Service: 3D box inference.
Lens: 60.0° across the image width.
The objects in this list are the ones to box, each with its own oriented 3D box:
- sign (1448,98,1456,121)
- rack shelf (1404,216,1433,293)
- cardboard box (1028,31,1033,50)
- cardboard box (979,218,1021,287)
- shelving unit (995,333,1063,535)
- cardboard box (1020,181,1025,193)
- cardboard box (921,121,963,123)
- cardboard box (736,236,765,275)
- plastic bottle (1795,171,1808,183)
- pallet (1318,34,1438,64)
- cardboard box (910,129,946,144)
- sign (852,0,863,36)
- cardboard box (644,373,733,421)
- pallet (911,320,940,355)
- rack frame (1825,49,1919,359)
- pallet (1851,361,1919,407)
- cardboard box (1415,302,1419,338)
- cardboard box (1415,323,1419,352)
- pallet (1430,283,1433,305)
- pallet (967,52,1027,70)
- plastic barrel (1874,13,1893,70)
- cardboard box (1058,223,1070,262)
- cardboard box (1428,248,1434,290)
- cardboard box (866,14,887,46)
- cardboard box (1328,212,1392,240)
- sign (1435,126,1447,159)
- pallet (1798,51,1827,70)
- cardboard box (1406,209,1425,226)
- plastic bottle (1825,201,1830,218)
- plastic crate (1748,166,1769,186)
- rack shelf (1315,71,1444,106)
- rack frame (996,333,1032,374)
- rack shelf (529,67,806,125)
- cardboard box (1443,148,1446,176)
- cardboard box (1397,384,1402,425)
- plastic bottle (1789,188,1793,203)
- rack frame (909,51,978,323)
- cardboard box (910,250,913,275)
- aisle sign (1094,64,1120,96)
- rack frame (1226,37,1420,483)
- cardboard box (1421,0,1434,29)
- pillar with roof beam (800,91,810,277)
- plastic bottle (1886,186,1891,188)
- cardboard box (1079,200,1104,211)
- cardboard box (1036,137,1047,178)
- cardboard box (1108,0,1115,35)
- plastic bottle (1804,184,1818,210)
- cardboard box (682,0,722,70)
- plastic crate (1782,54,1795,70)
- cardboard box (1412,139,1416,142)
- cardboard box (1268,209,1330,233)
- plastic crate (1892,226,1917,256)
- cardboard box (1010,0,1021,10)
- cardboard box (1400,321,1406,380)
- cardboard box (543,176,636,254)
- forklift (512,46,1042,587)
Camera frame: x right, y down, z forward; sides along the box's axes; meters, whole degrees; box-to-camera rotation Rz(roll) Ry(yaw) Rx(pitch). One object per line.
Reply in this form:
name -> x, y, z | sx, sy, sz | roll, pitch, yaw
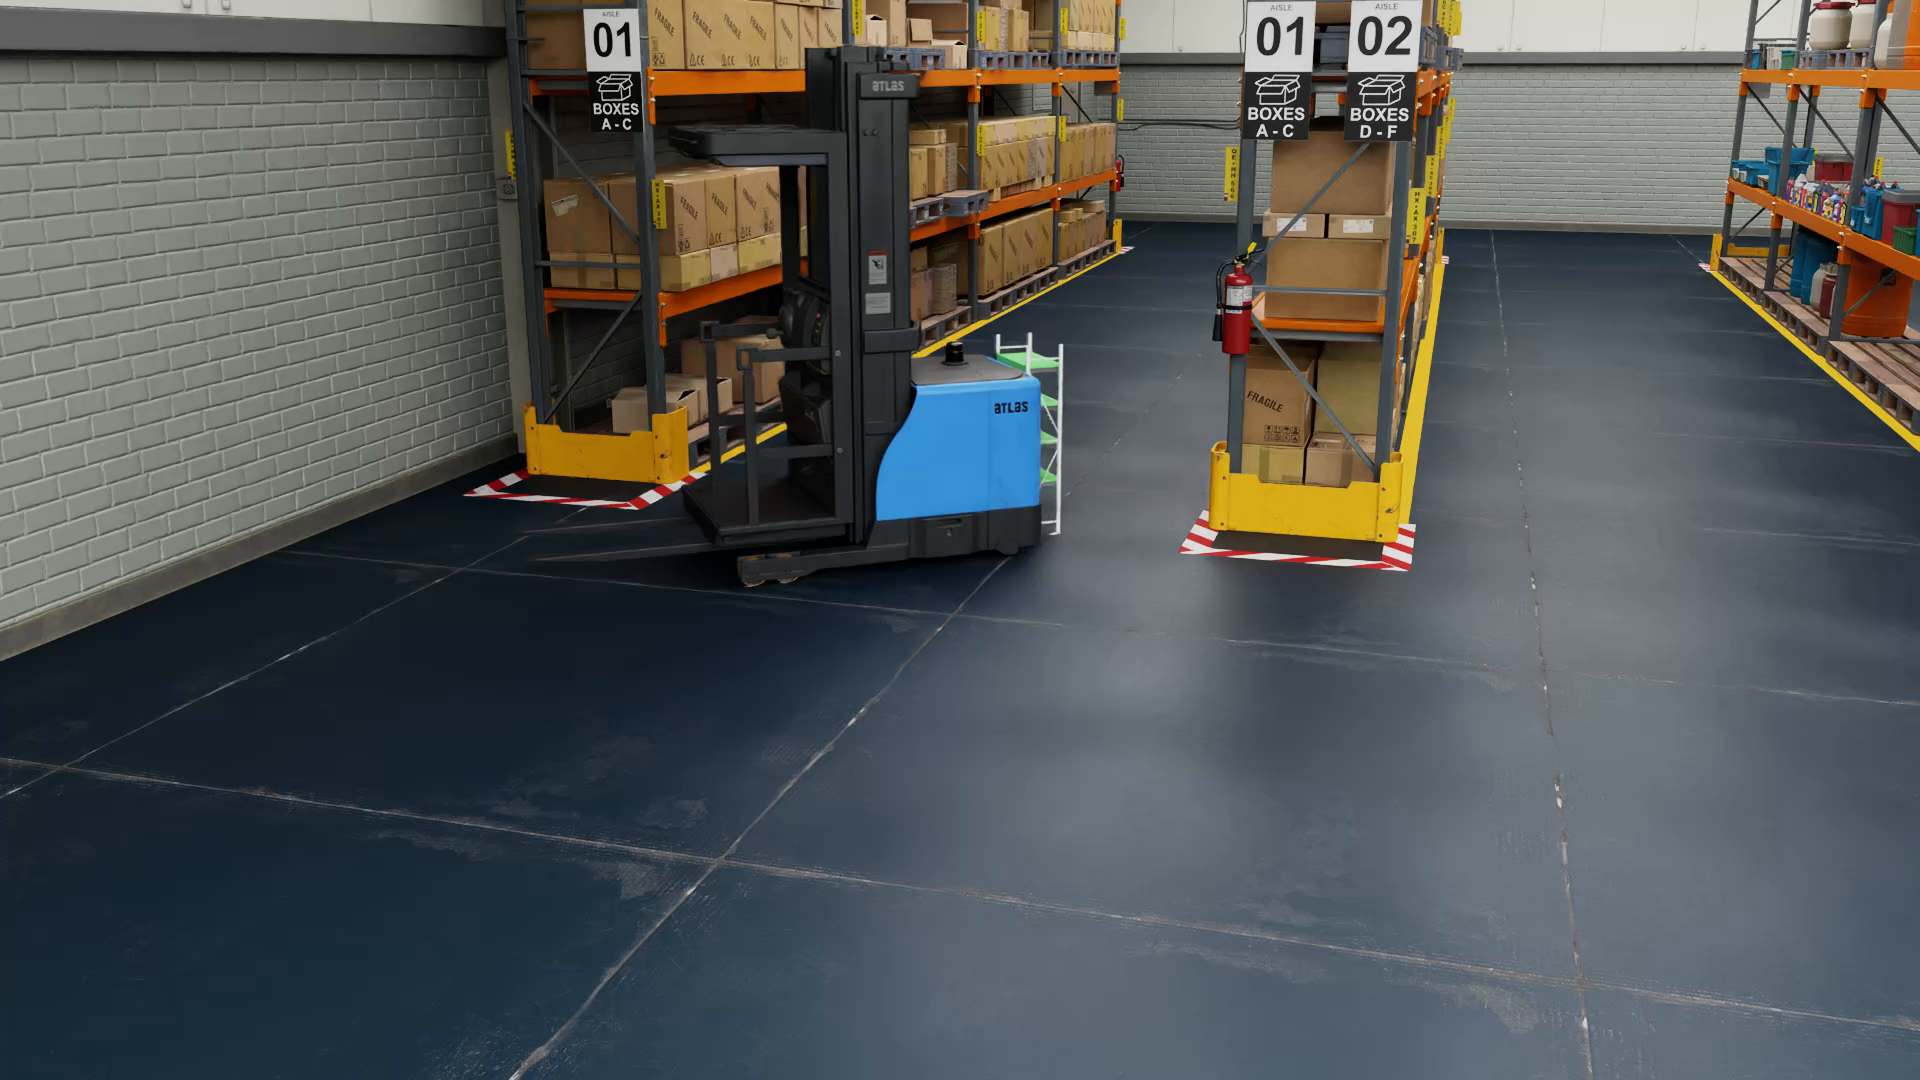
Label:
sign -> 7.260, -6.366, 24.576 | 0.100, 0.325, 0.005 | 5, 16, 16
rack shelf -> 3.891, -2.743, 15.822 | 1.077, 0.370, 4.000 | 5, 16, 16
cardboard box -> 0.816, -6.860, 22.844 | 0.500, 0.250, 0.500 | 5, 17, 16
cardboard box -> 0.299, -3.574, 20.604 | 0.750, 0.750, 0.750 | 5, 16, 16
shelving unit -> 0.428, -0.668, 10.485 | 0.258, 1.200, 0.503 | -6, 17, -20
cardboard box -> 0.618, -4.491, 21.091 | 0.380, 0.149, 0.250 | 4, 16, 14
cardboard box -> -0.260, -4.831, 19.726 | 0.500, 0.250, 0.500 | 4, 16, 14
cardboard box -> -1.837, -2.213, 12.872 | 0.500, 0.250, 0.500 | 4, 16, 15
plastic bottle -> 9.922, -4.173, 19.634 | 0.144, 0.351, 0.185 | 5, 16, 16
pallet -> 3.105, -3.741, 12.688 | 1.003, 0.211, 1.213 | 5, 16, 16
cardboard box -> -0.360, -4.475, 18.431 | 0.380, 0.149, 0.250 | 2, 16, 9
sign -> -0.905, -4.601, 14.609 | 0.100, 0.325, 0.005 | 5, 16, 16
cardboard box -> -2.119, -1.144, 12.986 | 0.500, 0.311, 0.500 | 6, 17, 20
pallet -> -0.863, -2.132, 17.458 | 1.003, 0.211, 1.213 | 5, 16, 16
rack frame -> 9.208, -3.227, 16.211 | 1.000, 3.000, 0.127 | 5, 16, 16
pallet -> 8.602, -1.368, 14.766 | 1.003, 0.211, 1.213 | 5, 16, 16
cardboard box -> 3.973, -2.070, 15.371 | 0.500, 0.311, 0.500 | 4, 16, 14
cardboard box -> 4.112, -1.934, 15.920 | 0.500, 0.250, 0.500 | 5, 17, 17
pallet -> 5.402, -3.102, 20.878 | 1.003, 0.211, 1.213 | 5, 16, 16
pallet -> 0.156, -5.813, 20.176 | 1.003, 0.211, 1.213 | 5, 17, 18
plastic barrel -> 8.826, -4.667, 15.583 | 0.421, 0.512, 0.421 | 0, 16, 0
cardboard box -> 1.157, -4.229, 23.554 | 0.700, 0.500, 0.500 | 5, 17, 17
cardboard box -> 5.440, -3.257, 20.089 | 0.500, 0.500, 0.500 | 5, 17, 17
cardboard box -> -1.020, -4.849, 15.826 | 0.500, 0.311, 0.500 | 5, 17, 18
cardboard box -> 2.504, -1.966, 10.390 | 0.380, 0.149, 0.250 | 5, 16, 15
sign -> 4.993, -4.127, 17.262 | 0.100, 0.325, 0.005 | 5, 16, 16
pallet -> 10.216, -5.413, 18.767 | 1.213, 0.211, 1.003 | 5, 16, 16
cardboard box -> 4.469, -3.235, 16.698 | 0.380, 0.149, 0.250 | 5, 16, 16
plastic bottle -> 9.168, -3.487, 17.491 | 0.097, 0.201, 0.097 | 0, 16, 0
plastic crate -> 10.636, -4.807, 21.975 | 0.416, 0.233, 0.300 | 5, 16, 16
rack shelf -> 3.891, -4.186, 15.412 | 1.077, 0.370, 4.000 | 5, 16, 16
rack frame -> 0.342, -0.730, 10.705 | 0.240, 1.200, 0.015 | -6, 17, -20
rack shelf -> -1.996, -3.523, 13.074 | 1.077, 0.370, 4.000 | 5, 16, 16
cardboard box -> 6.723, -5.479, 23.967 | 0.500, 0.500, 0.500 | 5, 17, 16
cardboard box -> 3.121, -1.045, 12.786 | 0.500, 0.250, 0.500 | 5, 16, 16
plastic bottle -> 9.778, -4.049, 19.471 | 0.097, 0.201, 0.097 | 0, 16, 0
rack frame -> -0.291, -3.996, 18.919 | 1.000, 3.000, 0.127 | 5, 16, 16
cardboard box -> -0.809, -2.894, 17.435 | 0.500, 0.250, 0.500 | 5, 16, 16
aisle sign -> 2.291, -7.335, 25.928 | 0.394, 0.787, 0.004 | 5, 16, 16
rack frame -> 2.186, -1.519, 10.189 | 1.000, 3.000, 0.127 | 5, 16, 16
cardboard box -> 2.920, -3.693, 11.147 | 0.500, 0.500, 0.500 | 5, 16, 16
pillar with roof beam -> 2.638, -6.275, 15.961 | 9.100, 9.000, 0.400 | 5, 16, 16
plastic bottle -> 10.191, -3.763, 18.325 | 0.152, 0.276, 0.135 | 5, 16, 16
cardboard box -> 2.018, -5.161, 25.652 | 0.380, 0.149, 0.250 | 4, 16, 15
cardboard box -> 0.821, -4.968, 21.584 | 0.500, 0.500, 0.500 | 5, 17, 16
cardboard box -> 2.036, -7.858, 24.986 | 0.500, 0.500, 0.500 | 5, 16, 16
plastic bottle -> 9.519, -3.820, 18.526 | 0.152, 0.276, 0.135 | 5, 16, 16
cardboard box -> -2.043, -3.609, 11.840 | 0.500, 0.500, 0.500 | 6, 17, 20
plastic crate -> 10.175, -5.749, 19.993 | 0.450, 0.188, 0.662 | 5, 16, 16
cardboard box -> 5.154, -4.442, 19.540 | 0.700, 0.500, 0.500 | 1, 16, 2
cardboard box -> 2.185, -2.063, 10.733 | 0.380, 0.149, 0.250 | 5, 17, 17
plastic crate -> 8.295, -2.556, 14.234 | 0.450, 0.188, 0.662 | 5, 16, 16
cardboard box -> 0.470, -6.886, 21.248 | 0.500, 0.250, 0.500 | 6, 17, 20
cardboard box -> 3.248, -1.538, 13.149 | 0.500, 0.500, 0.500 | 5, 16, 16
cardboard box -> -2.634, -2.341, 11.948 | 0.500, 0.500, 0.500 | 4, 16, 15
forklift -> -1.081, -1.309, 9.573 | 3.031, 2.935, 1.130 | -6, 17, -19
